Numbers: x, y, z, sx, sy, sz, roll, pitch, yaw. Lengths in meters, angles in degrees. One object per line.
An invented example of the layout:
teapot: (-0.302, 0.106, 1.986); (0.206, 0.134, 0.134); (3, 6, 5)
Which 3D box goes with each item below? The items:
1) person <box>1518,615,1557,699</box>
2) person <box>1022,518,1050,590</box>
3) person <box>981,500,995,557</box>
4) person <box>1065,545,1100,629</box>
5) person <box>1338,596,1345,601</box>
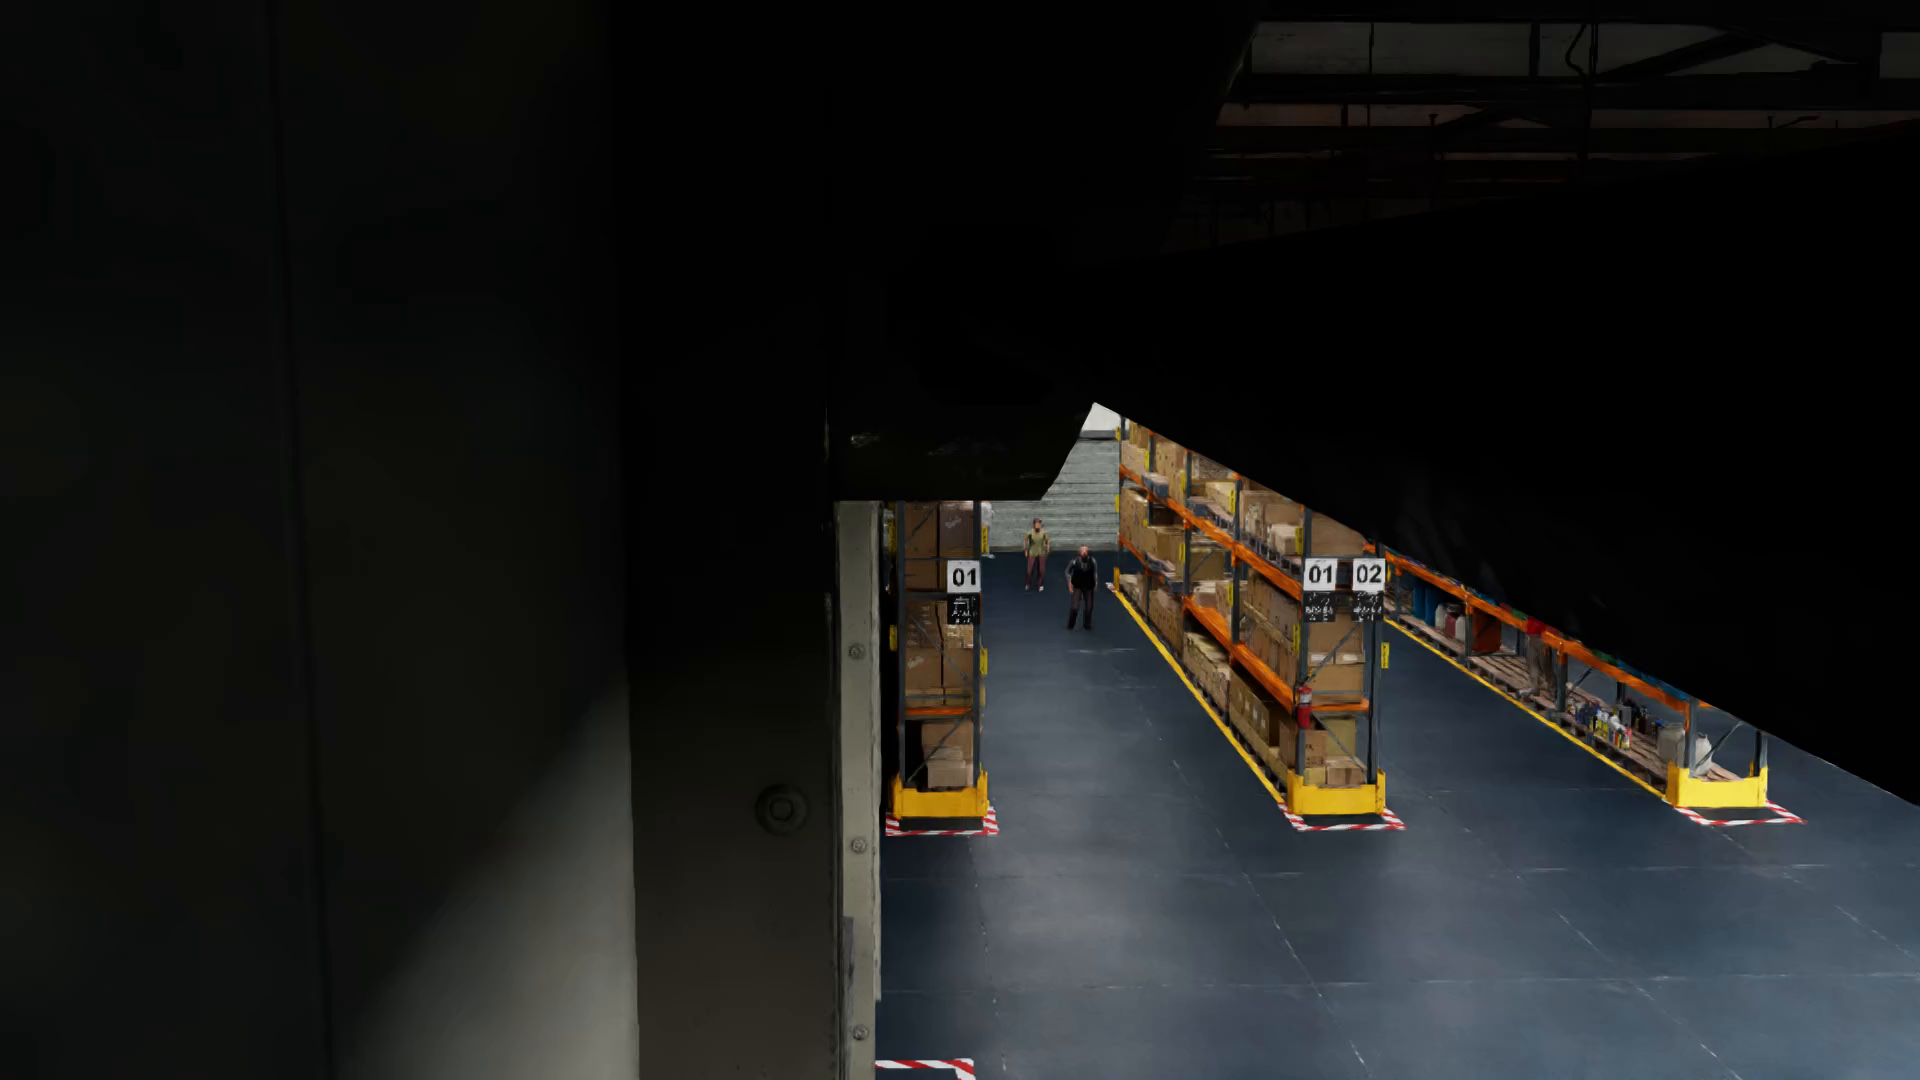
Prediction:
person: (9.015, 1.581, 25.753); (0.506, 1.725, 0.609); (-2, 8, -11)
person: (1.664, 0.310, 36.358); (0.598, 1.619, 0.507); (-1, 8, -5)
person: (0.508, -0.381, 40.976); (0.458, 1.664, 0.641); (7, 11, 39)
person: (2.359, 0.910, 32.022); (0.677, 1.674, 0.534); (-1, 8, -4)
person: (7.519, 0.723, 32.814); (0.452, 1.768, 0.632); (-5, 10, -33)
